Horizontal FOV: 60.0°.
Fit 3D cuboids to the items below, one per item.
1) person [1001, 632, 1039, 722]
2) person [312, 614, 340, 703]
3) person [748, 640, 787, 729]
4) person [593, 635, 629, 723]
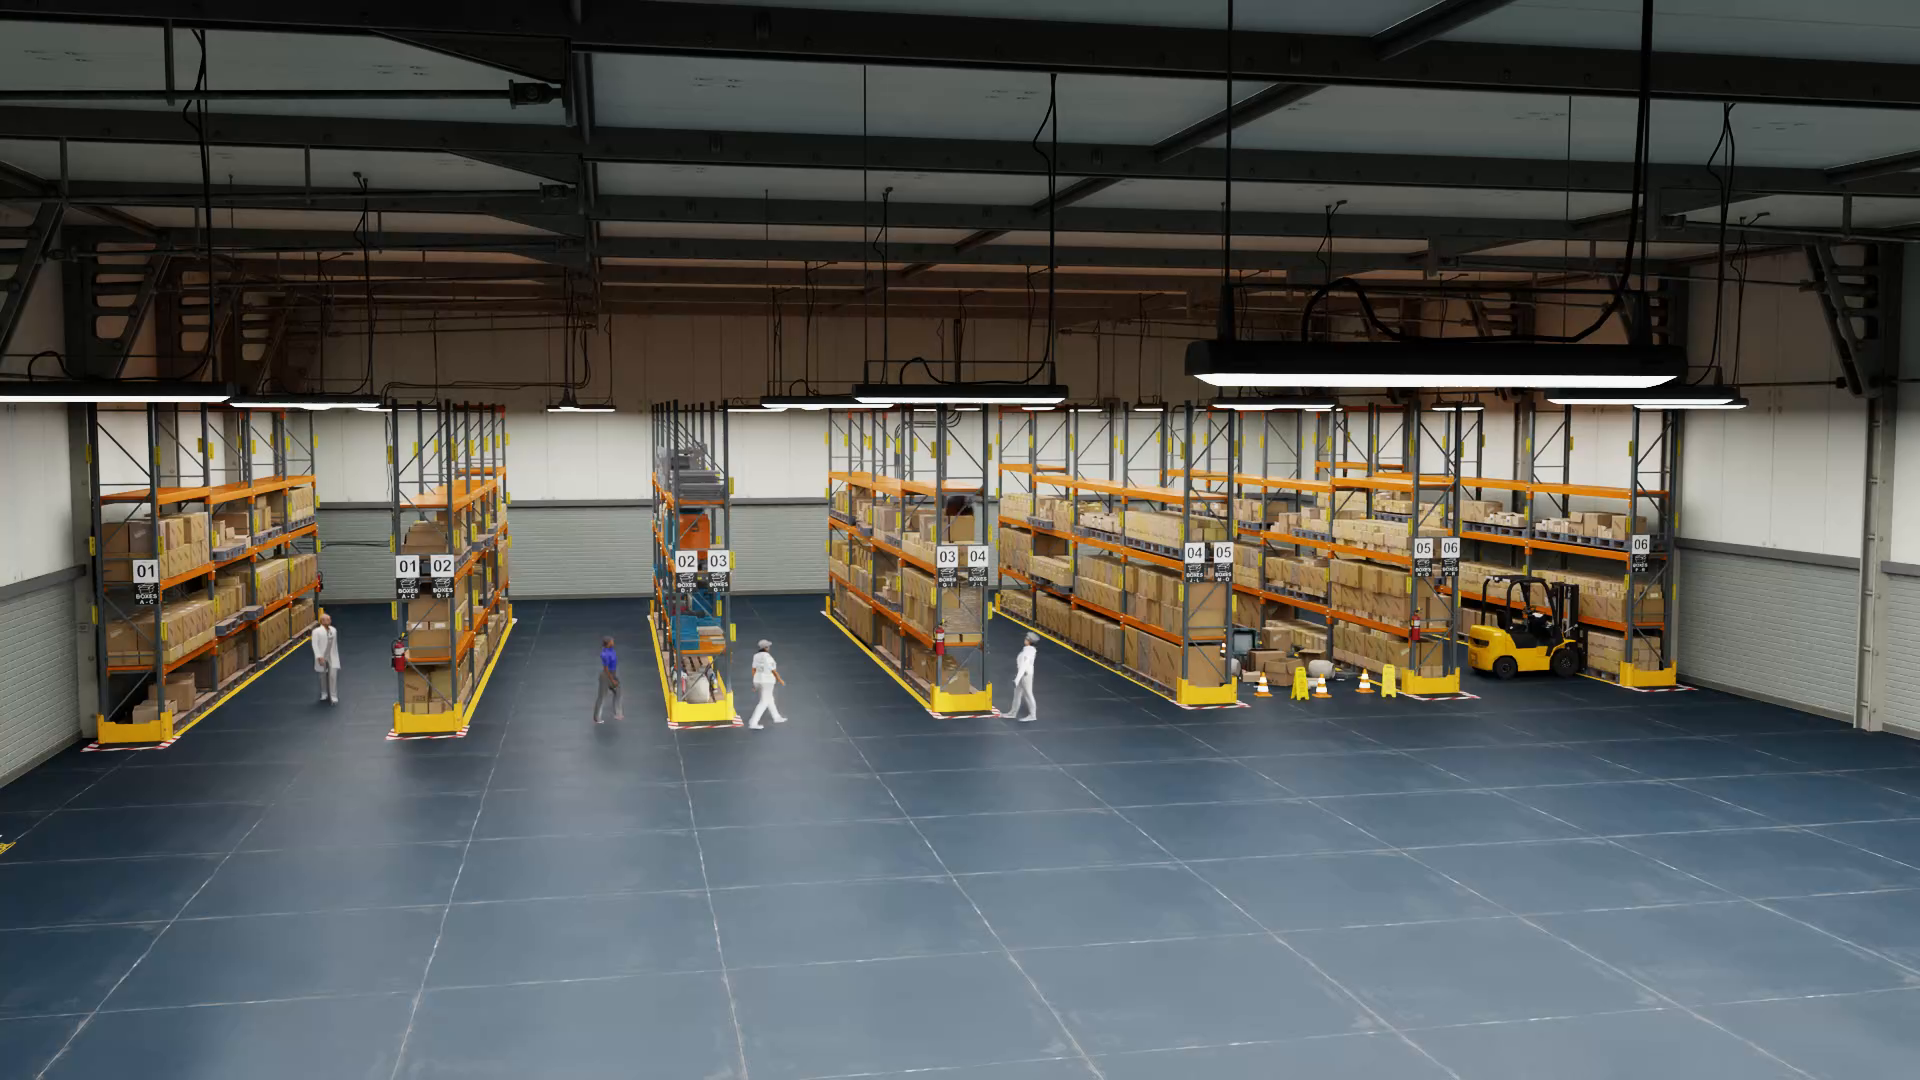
[{"bbox_3d":[1.126,2.547,31.094,0.678,1.684,0.528,0,4,-6],"label":"person"},{"bbox_3d":[-12.571,2.341,32.978,0.520,1.719,1.091,-2,5,-20],"label":"person"},{"bbox_3d":[-3.505,2.613,30.433,0.994,1.606,0.521,-4,6,-41],"label":"person"},{"bbox_3d":[-6.527,2.590,30.993,0.553,1.676,0.593,1,4,15],"label":"person"}]
